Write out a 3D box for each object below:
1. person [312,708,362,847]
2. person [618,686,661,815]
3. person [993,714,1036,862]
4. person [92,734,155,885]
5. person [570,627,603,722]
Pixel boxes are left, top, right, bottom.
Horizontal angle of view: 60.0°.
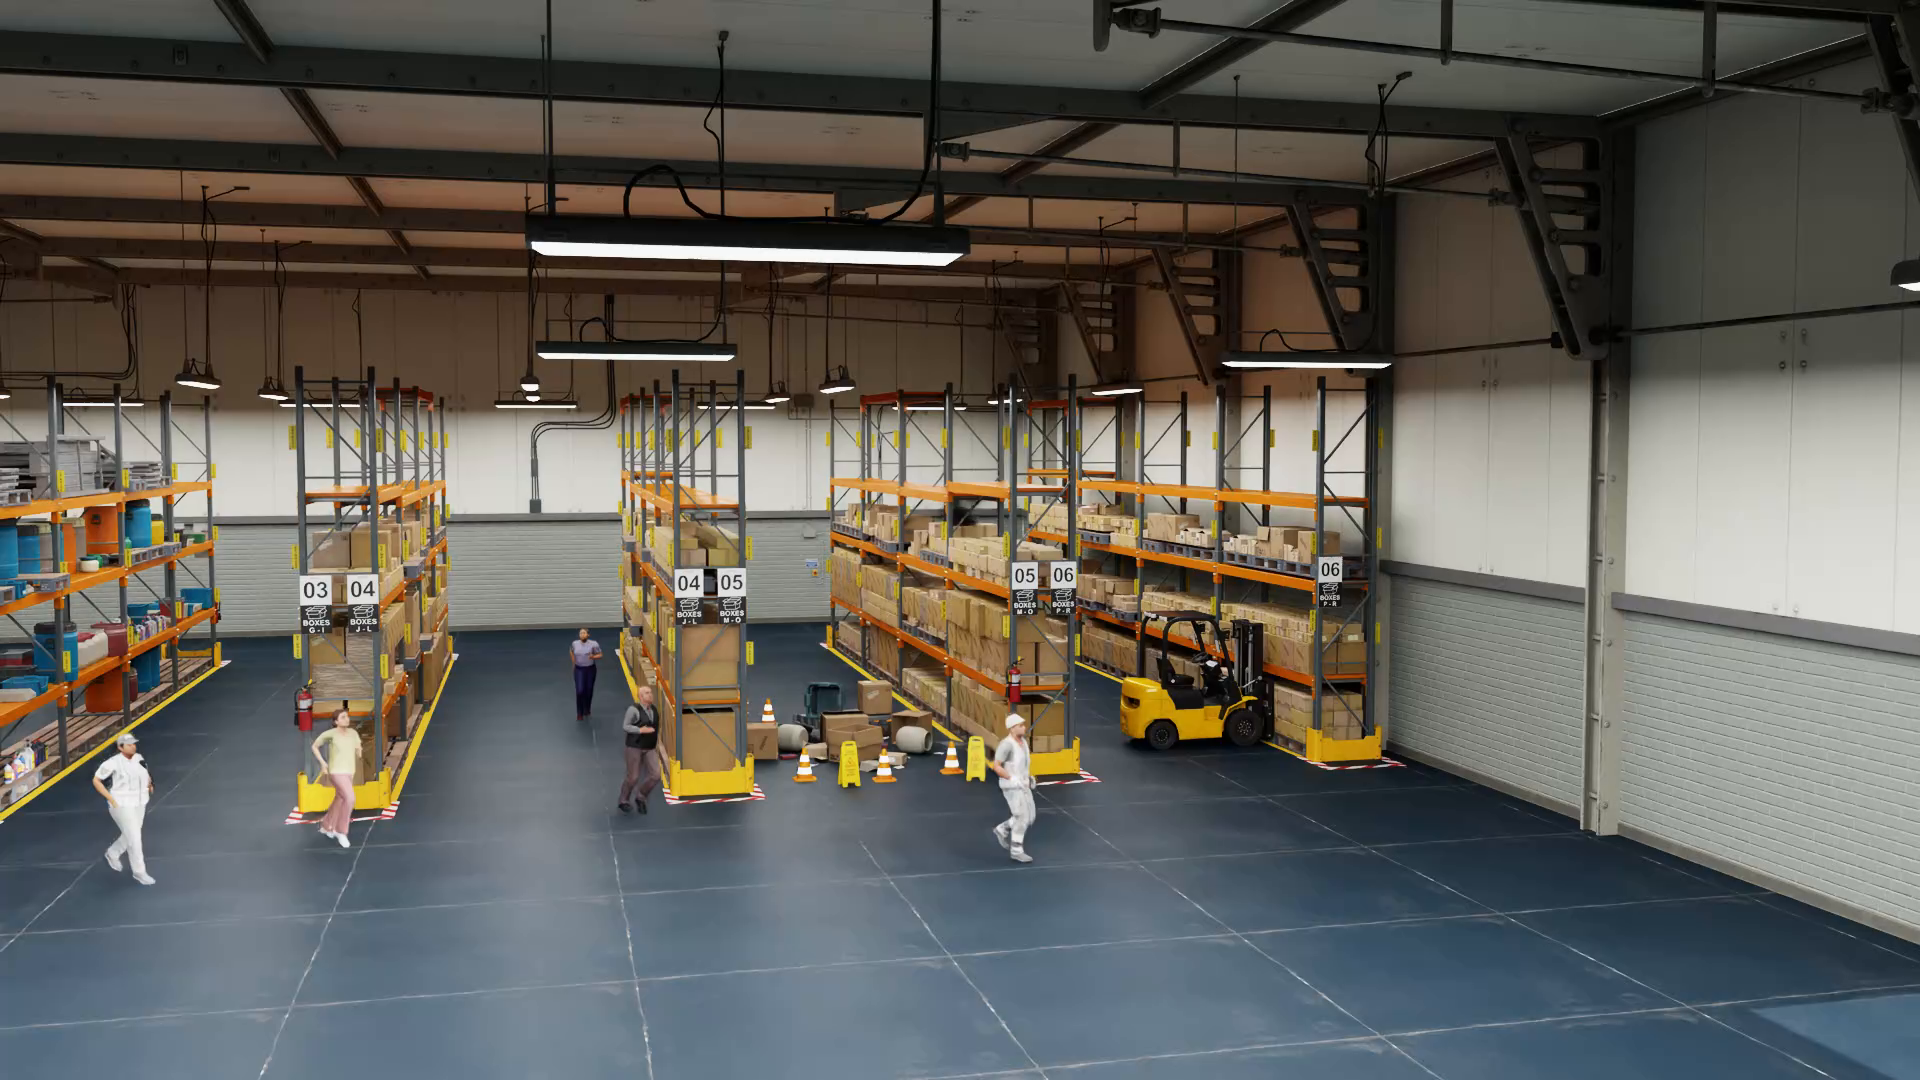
[{"bbox_3d":[-7.706,2.946,20.694,0.702,1.689,0.550,2,4,29],"label":"person"},{"bbox_3d":[-4.232,2.832,22.318,0.703,1.743,0.659,3,5,45],"label":"person"},{"bbox_3d":[0.606,2.943,19.825,0.596,1.751,0.666,2,4,31],"label":"person"},{"bbox_3d":[-9.481,3.041,18.937,0.832,1.685,0.606,1,4,20],"label":"person"},{"bbox_3d":[-6.709,2.419,29.867,0.574,1.719,0.740,-1,3,-13],"label":"person"}]
